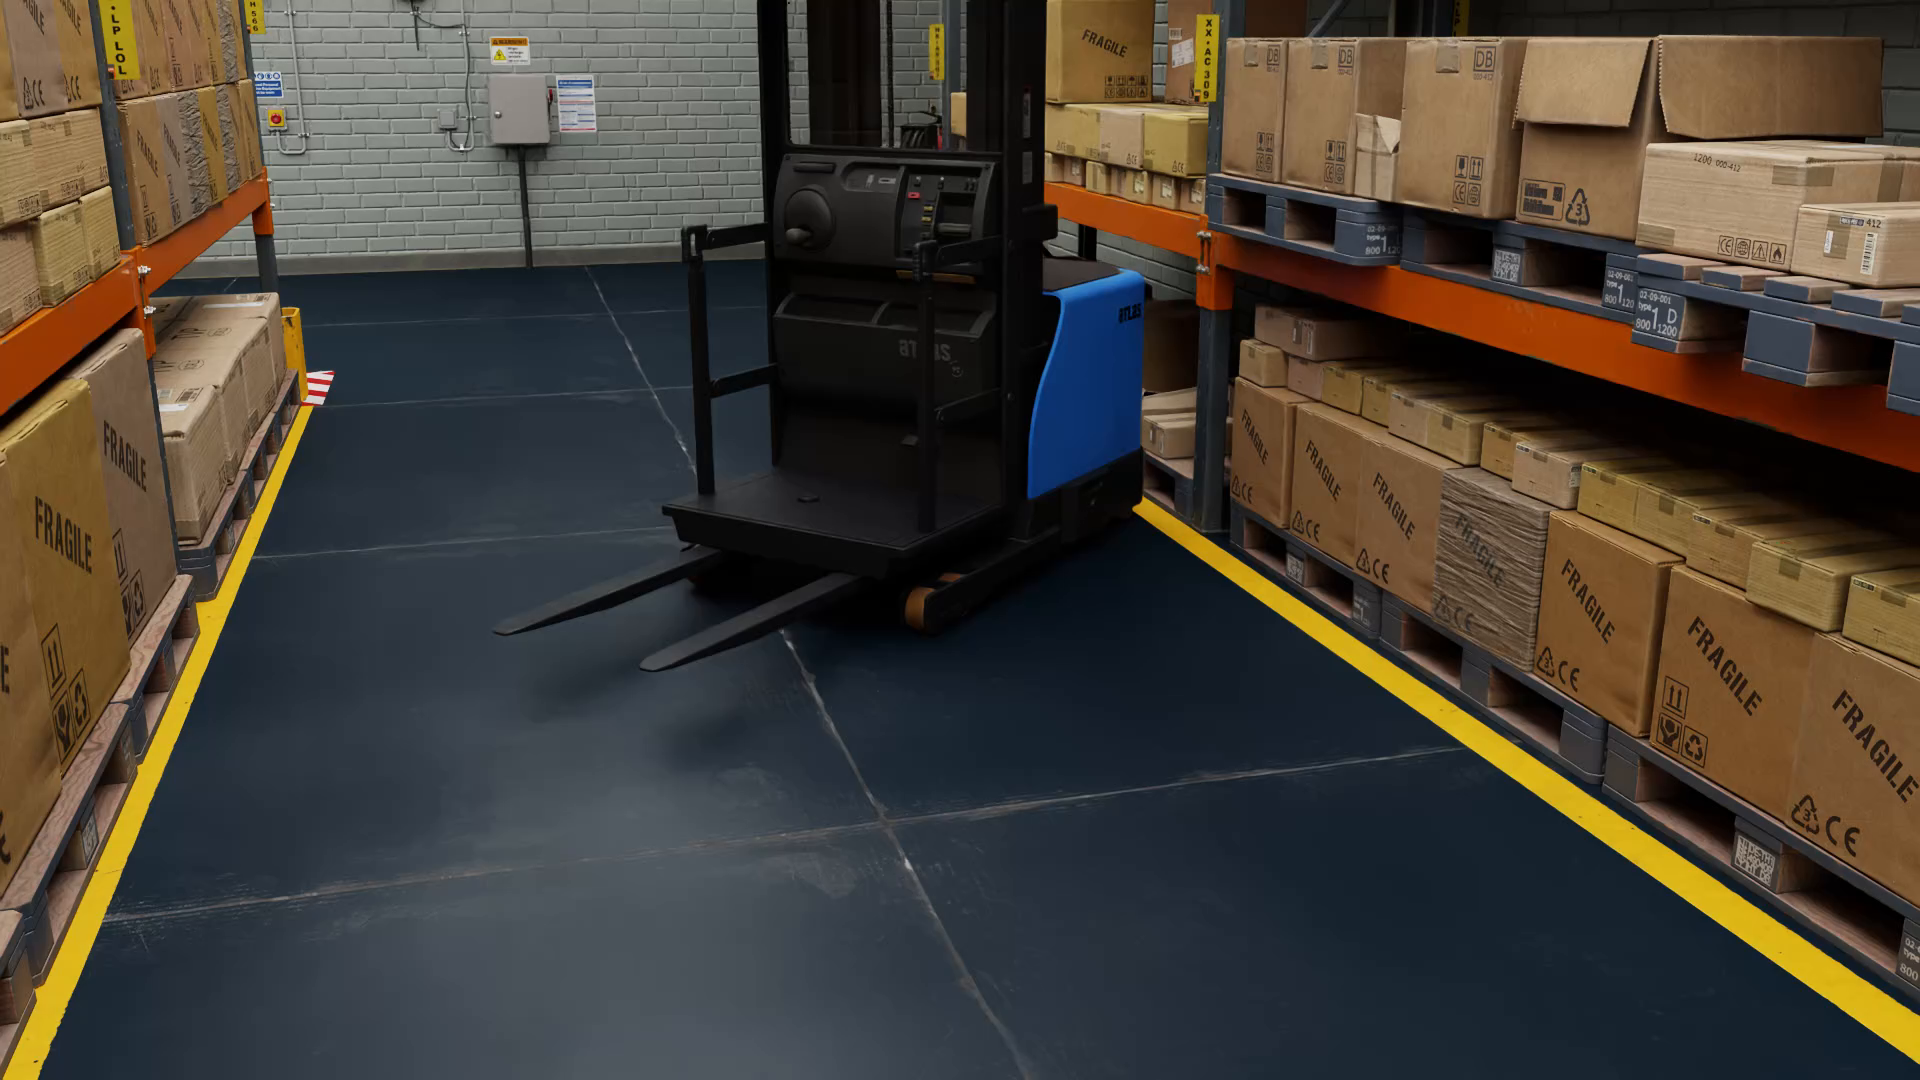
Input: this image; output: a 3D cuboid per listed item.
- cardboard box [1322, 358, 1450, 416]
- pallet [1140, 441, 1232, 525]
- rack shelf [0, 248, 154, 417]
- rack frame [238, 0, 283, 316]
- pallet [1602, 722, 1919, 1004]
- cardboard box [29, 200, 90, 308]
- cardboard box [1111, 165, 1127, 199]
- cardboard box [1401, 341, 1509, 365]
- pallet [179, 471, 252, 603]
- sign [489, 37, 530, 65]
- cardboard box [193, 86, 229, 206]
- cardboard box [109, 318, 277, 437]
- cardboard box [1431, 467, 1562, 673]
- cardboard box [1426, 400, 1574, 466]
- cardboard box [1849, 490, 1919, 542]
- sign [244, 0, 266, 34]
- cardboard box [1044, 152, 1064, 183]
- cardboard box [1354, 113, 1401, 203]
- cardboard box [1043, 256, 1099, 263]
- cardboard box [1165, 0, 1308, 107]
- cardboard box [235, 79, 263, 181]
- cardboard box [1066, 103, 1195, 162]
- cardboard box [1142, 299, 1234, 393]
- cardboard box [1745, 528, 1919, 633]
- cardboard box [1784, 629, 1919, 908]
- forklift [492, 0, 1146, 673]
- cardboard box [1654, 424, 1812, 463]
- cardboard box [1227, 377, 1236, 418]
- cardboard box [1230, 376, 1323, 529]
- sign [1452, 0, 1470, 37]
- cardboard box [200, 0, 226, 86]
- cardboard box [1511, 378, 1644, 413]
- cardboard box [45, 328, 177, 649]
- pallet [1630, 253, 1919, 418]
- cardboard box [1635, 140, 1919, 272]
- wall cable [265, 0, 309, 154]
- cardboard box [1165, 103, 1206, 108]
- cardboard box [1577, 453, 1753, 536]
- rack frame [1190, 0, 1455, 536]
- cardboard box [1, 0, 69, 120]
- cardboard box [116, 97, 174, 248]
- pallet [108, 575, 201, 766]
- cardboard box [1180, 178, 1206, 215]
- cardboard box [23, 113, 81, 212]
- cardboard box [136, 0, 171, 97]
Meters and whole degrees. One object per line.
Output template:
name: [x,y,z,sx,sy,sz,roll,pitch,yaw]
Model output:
cardboard box: [1.561,-0.565,6.107,0.380,0.149,0.250,-6,18,-18]
pallet: [1.298,-0.366,7.803,1.003,0.211,1.213,-5,17,-15]
rack shelf: [-2.736,-0.220,3.721,1.077,0.370,4.000,-5,17,-15]
rack frame: [-4.385,-2.224,9.143,1.000,3.000,0.127,-5,17,-15]
pallet: [2.417,0.721,4.185,1.003,0.211,1.213,-5,17,-15]
cardboard box: [-2.781,-0.801,4.665,0.500,0.250,0.500,-5,17,-16]
cardboard box: [0.923,-1.674,7.749,0.380,0.149,0.250,-4,17,-14]
cardboard box: [1.942,-0.675,6.471,0.380,0.149,0.250,-5,17,-15]
pallet: [-3.419,0.001,6.582,1.003,0.211,1.213,-5,17,-15]
sign: [-4.007,-4.356,14.805,0.339,0.242,0.001,-5,17,-15]
cardboard box: [-3.569,-1.736,7.345,0.500,0.500,0.500,-4,17,-14]
cardboard box: [-3.848,-0.771,8.029,0.875,0.438,0.875,-4,17,-14]
cardboard box: [1.828,0.065,5.136,0.500,0.500,0.500,-5,18,-17]
cardboard box: [1.748,-0.350,5.389,0.380,0.149,0.250,-4,17,-13]
cardboard box: [2.549,-0.027,4.314,0.380,0.149,0.250,-4,17,-15]
sign: [-3.859,-2.931,9.072,0.100,0.325,0.005,-5,17,-15]
cardboard box: [0.612,-1.953,8.678,0.380,0.149,0.250,-4,17,-14]
cardboard box: [1.499,-1.234,5.348,0.396,0.266,0.258,-4,17,-13]
cardboard box: [0.464,-1.447,10.163,0.797,0.503,0.637,-5,18,-17]
cardboard box: [1.333,-2.374,8.082,0.500,0.500,0.500,-5,17,-17]
cardboard box: [-3.998,-2.160,8.754,0.500,0.500,0.500,-5,17,-15]
cardboard box: [0.835,-1.980,8.073,0.500,0.250,0.500,-5,17,-16]
cardboard box: [0.947,-0.918,8.411,0.700,0.500,0.500,-5,18,-17]
cardboard box: [2.101,0.091,3.923,0.380,0.149,0.250,-6,18,-18]
cardboard box: [2.263,0.491,3.718,0.500,0.500,0.500,-4,17,-14]
forklift: [-0.400,-1.226,5.939,1.130,2.935,3.031,10,19,30]
cardboard box: [2.335,-0.242,5.031,0.380,0.149,0.250,-5,17,-15]
cardboard box: [1.532,-0.626,7.767,0.500,0.311,0.500,-4,17,-13]
cardboard box: [1.403,-0.364,6.564,0.500,0.500,0.500,-4,17,-13]
sign: [2.019,-2.111,6.752,0.100,0.325,0.005,-5,17,-15]
cardboard box: [-3.719,-2.357,7.674,0.500,0.500,0.500,-5,17,-16]
cardboard box: [2.137,-0.459,5.753,0.380,0.149,0.250,-4,17,-14]
cardboard box: [-3.038,-0.136,5.155,0.875,0.875,0.875,-4,17,-14]
pallet: [2.332,-0.495,3.719,1.213,0.211,1.003,-5,17,-15]
cardboard box: [1.984,-0.800,3.934,0.500,0.250,0.500,-6,18,-18]
wall cable: [-5.957,-4.284,14.179,0.585,1.953,0.123,-5,17,-15]
cardboard box: [1.325,-2.021,8.211,0.500,0.250,0.500,-4,17,-14]
cardboard box: [1.973,-0.131,4.662,0.380,0.149,0.250,-5,17,-16]
rack frame: [1.486,-1.511,6.770,1.000,3.000,0.127,-5,17,-15]
cardboard box: [-2.772,-1.398,4.482,0.500,0.500,0.500,-4,17,-14]
cardboard box: [-3.163,-1.316,5.946,0.500,0.500,0.500,-4,17,-13]
pallet: [-3.001,0.425,5.170,1.003,0.211,1.213,-5,17,-15]
cardboard box: [1.156,-1.459,7.033,0.380,0.149,0.250,-4,17,-14]
cardboard box: [-2.786,-1.045,4.609,0.500,0.250,0.500,-4,17,-14]
cardboard box: [-3.316,-1.936,6.270,0.500,0.500,0.500,-5,17,-16]
